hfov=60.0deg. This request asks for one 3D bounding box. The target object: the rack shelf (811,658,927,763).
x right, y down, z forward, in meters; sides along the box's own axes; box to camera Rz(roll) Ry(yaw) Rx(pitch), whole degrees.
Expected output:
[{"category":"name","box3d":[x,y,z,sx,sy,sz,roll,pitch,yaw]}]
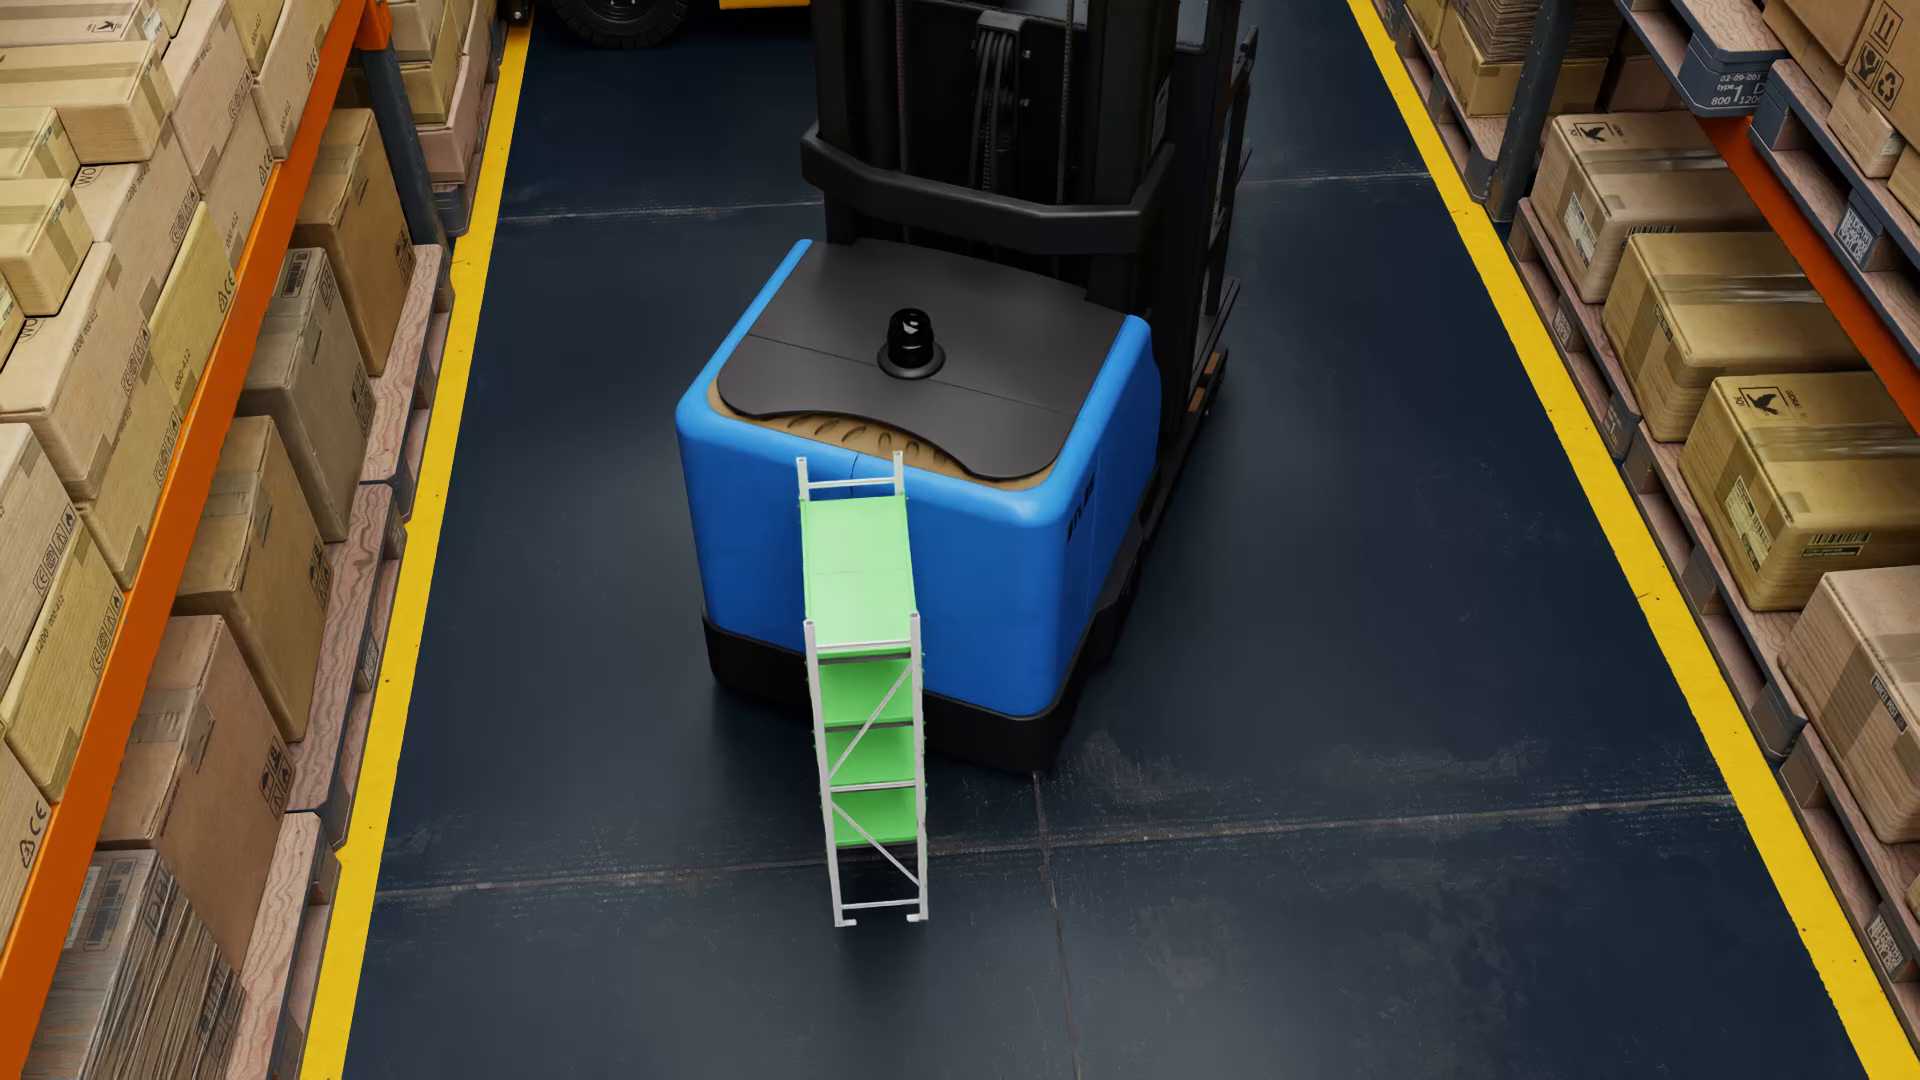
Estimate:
[{"category":"rack shelf","box3d":[-0.227,0.278,3.917,0.258,0.148,0.480,-4,47,-4]}]

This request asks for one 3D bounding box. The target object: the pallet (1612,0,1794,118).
[{"category":"pallet","box3d":[2.463,-1.690,4.917,1.003,0.211,1.213,-3,47,-3]}]

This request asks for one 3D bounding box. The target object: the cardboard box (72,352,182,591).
[{"category":"cardboard box","box3d":[-1.948,-0.140,3.420,0.500,0.250,0.500,-5,47,-5]}]

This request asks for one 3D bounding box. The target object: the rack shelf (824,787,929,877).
[{"category":"rack shelf","box3d":[-0.227,0.608,4.266,0.258,0.148,0.480,-4,47,-4]}]

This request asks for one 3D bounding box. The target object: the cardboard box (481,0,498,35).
[{"category":"cardboard box","box3d":[-2.229,-2.320,6.985,0.500,0.250,0.500,-3,47,-3]}]

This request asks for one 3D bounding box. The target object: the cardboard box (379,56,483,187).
[{"category":"cardboard box","box3d":[-2.112,-1.582,6.287,0.500,0.250,0.500,-3,47,-3]}]

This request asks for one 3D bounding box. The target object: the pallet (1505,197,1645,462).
[{"category":"pallet","box3d":[2.611,-0.796,5.858,1.003,0.211,1.213,-3,47,-3]}]

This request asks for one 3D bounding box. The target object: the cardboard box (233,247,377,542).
[{"category":"cardboard box","box3d":[-2.289,-0.402,4.912,0.875,0.625,0.625,-4,47,-4]}]

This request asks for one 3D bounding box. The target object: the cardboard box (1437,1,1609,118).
[{"category":"cardboard box","box3d":[2.227,-1.928,6.615,0.500,0.250,0.500,-2,47,-1]}]

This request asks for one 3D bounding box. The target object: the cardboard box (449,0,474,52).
[{"category":"cardboard box","box3d":[-2.179,-2.117,6.449,0.500,0.250,0.500,-4,47,-4]}]

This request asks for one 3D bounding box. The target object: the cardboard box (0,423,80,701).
[{"category":"cardboard box","box3d":[-1.901,0.062,2.884,0.500,0.250,0.500,-2,47,-2]}]

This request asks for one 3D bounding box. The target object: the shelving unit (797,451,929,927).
[{"category":"shelving unit","box3d":[-0.227,0.399,4.045,0.258,1.200,0.503,-4,47,-4]}]

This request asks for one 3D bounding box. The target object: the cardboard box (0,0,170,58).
[{"category":"cardboard box","box3d":[-2.015,-1.114,3.724,0.380,0.149,0.250,-3,47,-3]}]

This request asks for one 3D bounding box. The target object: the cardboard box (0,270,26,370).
[{"category":"cardboard box","box3d":[-1.956,-0.371,3.020,0.380,0.149,0.250,-3,47,-3]}]

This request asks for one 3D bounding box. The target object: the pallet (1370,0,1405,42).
[{"category":"pallet","box3d":[2.348,-2.727,7.688,1.003,0.211,1.213,-3,47,-3]}]

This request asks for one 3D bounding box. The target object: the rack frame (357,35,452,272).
[{"category":"rack frame","box3d":[-2.402,-2.013,5.091,1.000,3.000,0.127,-3,47,-3]}]

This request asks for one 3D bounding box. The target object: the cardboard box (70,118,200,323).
[{"category":"cardboard box","box3d":[-1.995,-0.686,3.592,0.500,0.250,0.500,-3,47,-3]}]

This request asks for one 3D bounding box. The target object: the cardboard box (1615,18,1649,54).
[{"category":"cardboard box","box3d":[2.764,-2.218,6.373,0.500,0.500,0.500,-1,47,-1]}]

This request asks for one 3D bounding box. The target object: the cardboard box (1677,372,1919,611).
[{"category":"cardboard box","box3d":[2.714,-0.156,4.853,0.950,0.372,0.625,-2,47,-2]}]

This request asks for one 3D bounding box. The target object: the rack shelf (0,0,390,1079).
[{"category":"rack shelf","box3d":[-2.234,-0.319,3.982,1.077,0.370,4.000,-3,47,-3]}]

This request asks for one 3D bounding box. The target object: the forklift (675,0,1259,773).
[{"category":"forklift","box3d":[0.273,-1.460,4.614,1.130,2.935,3.031,15,48,14]}]

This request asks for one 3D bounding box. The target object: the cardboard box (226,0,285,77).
[{"category":"cardboard box","box3d":[-2.056,-1.422,4.290,0.500,0.250,0.500,-5,47,-4]}]

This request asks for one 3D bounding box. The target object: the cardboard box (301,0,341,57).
[{"category":"cardboard box","box3d":[-2.099,-1.613,4.815,0.500,0.250,0.500,-3,47,-2]}]

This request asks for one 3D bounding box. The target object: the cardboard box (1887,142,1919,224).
[{"category":"cardboard box","box3d":[2.409,-0.821,3.845,0.380,0.149,0.250,-5,47,-5]}]

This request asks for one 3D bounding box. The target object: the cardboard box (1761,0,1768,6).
[{"category":"cardboard box","box3d":[2.388,-1.575,4.560,0.380,0.149,0.250,-1,47,-1]}]

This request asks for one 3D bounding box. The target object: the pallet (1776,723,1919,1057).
[{"category":"pallet","box3d":[2.815,0.970,4.186,1.003,0.211,1.213,-3,47,-3]}]

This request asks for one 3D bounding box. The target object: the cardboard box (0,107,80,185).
[{"category":"cardboard box","box3d":[-2.037,-0.741,3.370,0.380,0.149,0.250,-3,47,-3]}]

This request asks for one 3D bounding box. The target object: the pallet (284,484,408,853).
[{"category":"pallet","box3d":[-2.196,0.361,4.763,1.003,0.211,1.213,-3,47,-3]}]

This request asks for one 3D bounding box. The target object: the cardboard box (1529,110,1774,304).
[{"category":"cardboard box","box3d":[2.591,-1.179,5.822,0.950,0.372,0.625,-3,47,-3]}]

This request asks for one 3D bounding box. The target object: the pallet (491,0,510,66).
[{"category":"pallet","box3d":[-2.532,-2.517,7.489,1.003,0.211,1.213,-3,47,-3]}]

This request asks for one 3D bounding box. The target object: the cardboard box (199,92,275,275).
[{"category":"cardboard box","box3d":[-2.040,-0.889,4.129,0.500,0.250,0.500,-3,47,-3]}]

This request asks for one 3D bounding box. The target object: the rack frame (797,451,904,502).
[{"category":"rack frame","box3d":[-0.251,0.223,4.212,0.240,1.200,0.015,-4,47,-4]}]

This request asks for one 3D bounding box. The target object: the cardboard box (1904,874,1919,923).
[{"category":"cardboard box","box3d":[2.842,0.926,3.828,0.950,0.372,0.625,-6,47,-6]}]

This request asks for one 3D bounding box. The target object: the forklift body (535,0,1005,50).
[{"category":"forklift body","box3d":[-0.760,-3.354,6.946,2.313,2.155,1.214,-3,47,-3]}]

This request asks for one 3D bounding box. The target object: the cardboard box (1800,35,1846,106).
[{"category":"cardboard box","box3d":[2.386,-1.207,4.211,0.380,0.149,0.250,-3,47,-3]}]

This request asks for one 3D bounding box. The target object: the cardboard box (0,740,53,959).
[{"category":"cardboard box","box3d":[-1.860,0.596,2.723,0.500,0.250,0.500,-3,47,-3]}]

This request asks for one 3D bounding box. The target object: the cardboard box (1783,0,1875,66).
[{"category":"cardboard box","box3d":[2.368,-1.521,4.062,0.500,0.500,0.500,-4,47,-4]}]

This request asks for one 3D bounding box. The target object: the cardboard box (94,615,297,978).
[{"category":"cardboard box","box3d":[-2.168,0.628,3.935,0.875,0.625,0.625,-2,47,-2]}]
